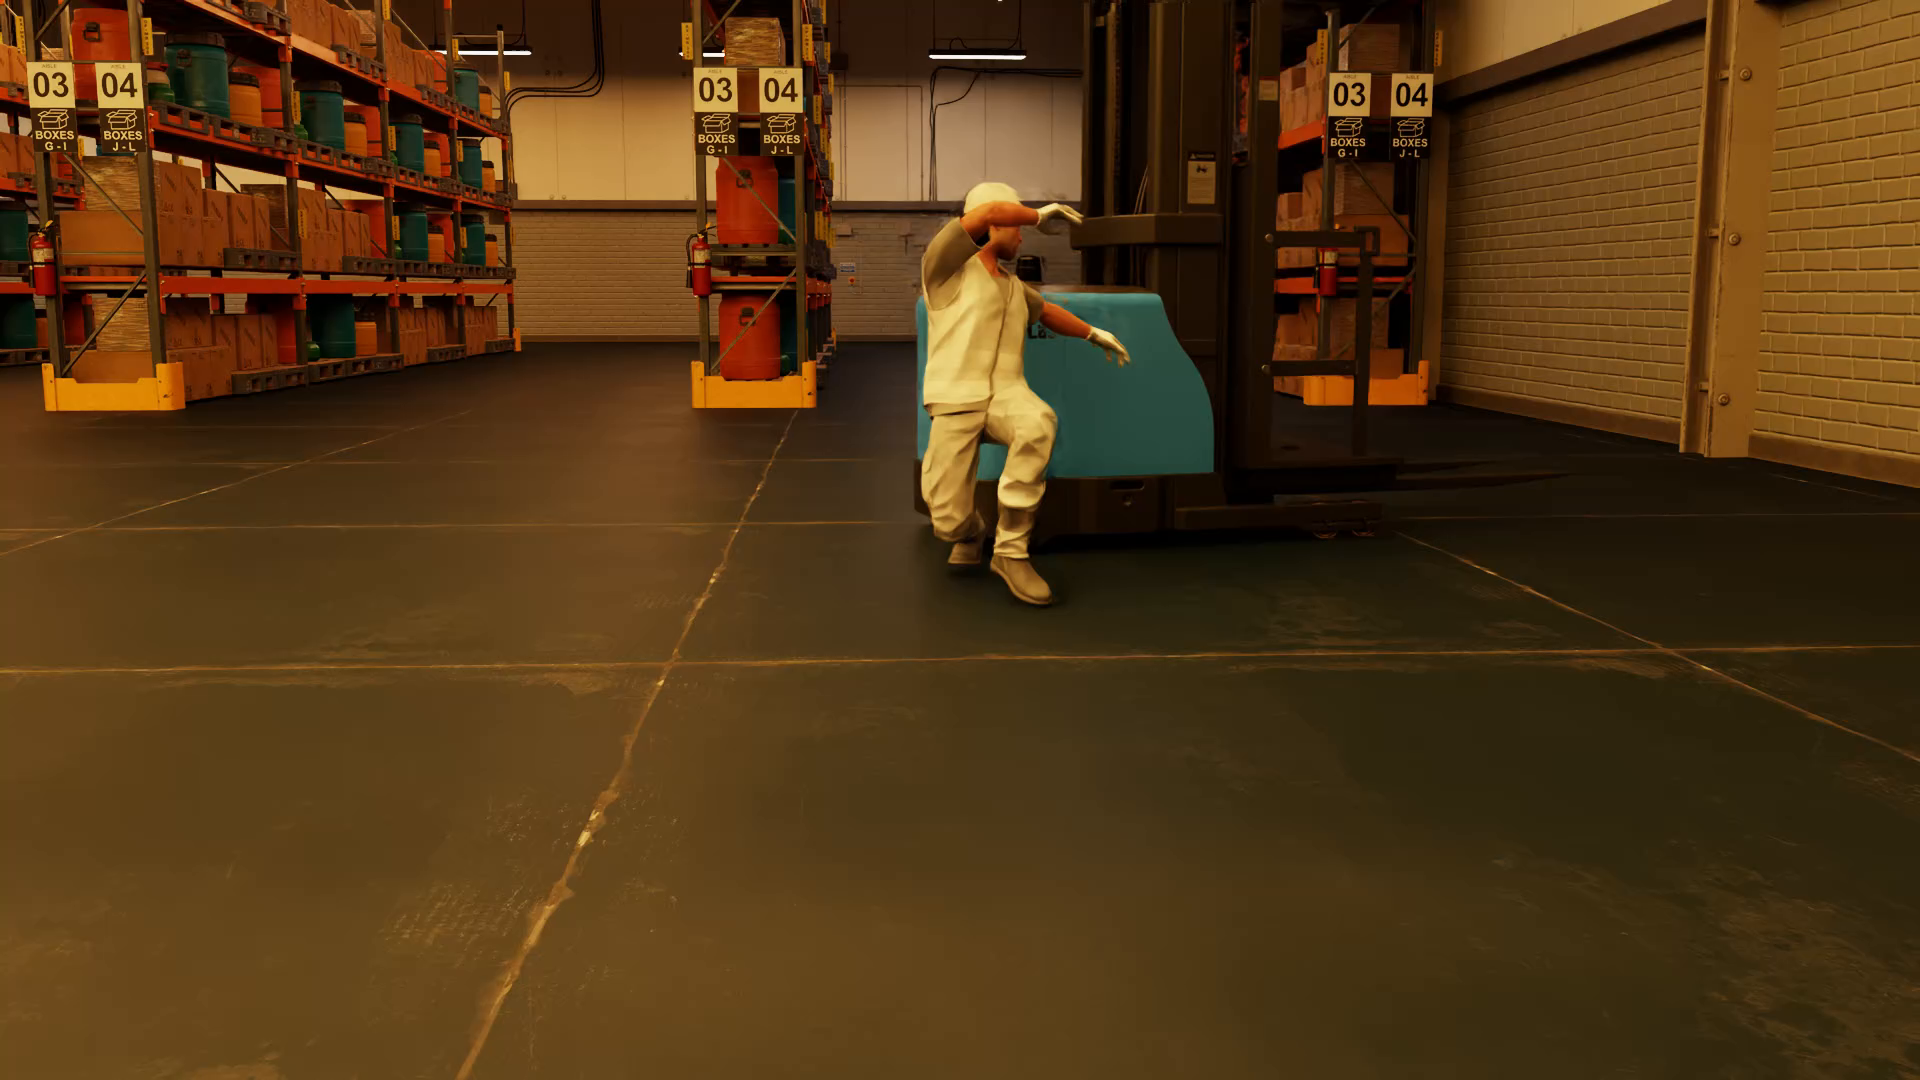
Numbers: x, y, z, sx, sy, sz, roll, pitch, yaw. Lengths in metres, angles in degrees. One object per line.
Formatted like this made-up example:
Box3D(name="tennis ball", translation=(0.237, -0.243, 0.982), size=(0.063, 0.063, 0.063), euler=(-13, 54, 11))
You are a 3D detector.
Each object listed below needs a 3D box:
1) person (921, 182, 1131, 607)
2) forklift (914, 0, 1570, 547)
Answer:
Box3D(name="person", translation=(0.337, -0.575, 6.113), size=(0.995, 1.468, 0.977), euler=(-3, 9, -20))
Box3D(name="forklift", translation=(1.363, -1.523, 7.586), size=(3.031, 2.935, 1.130), euler=(-3, 9, -18))
